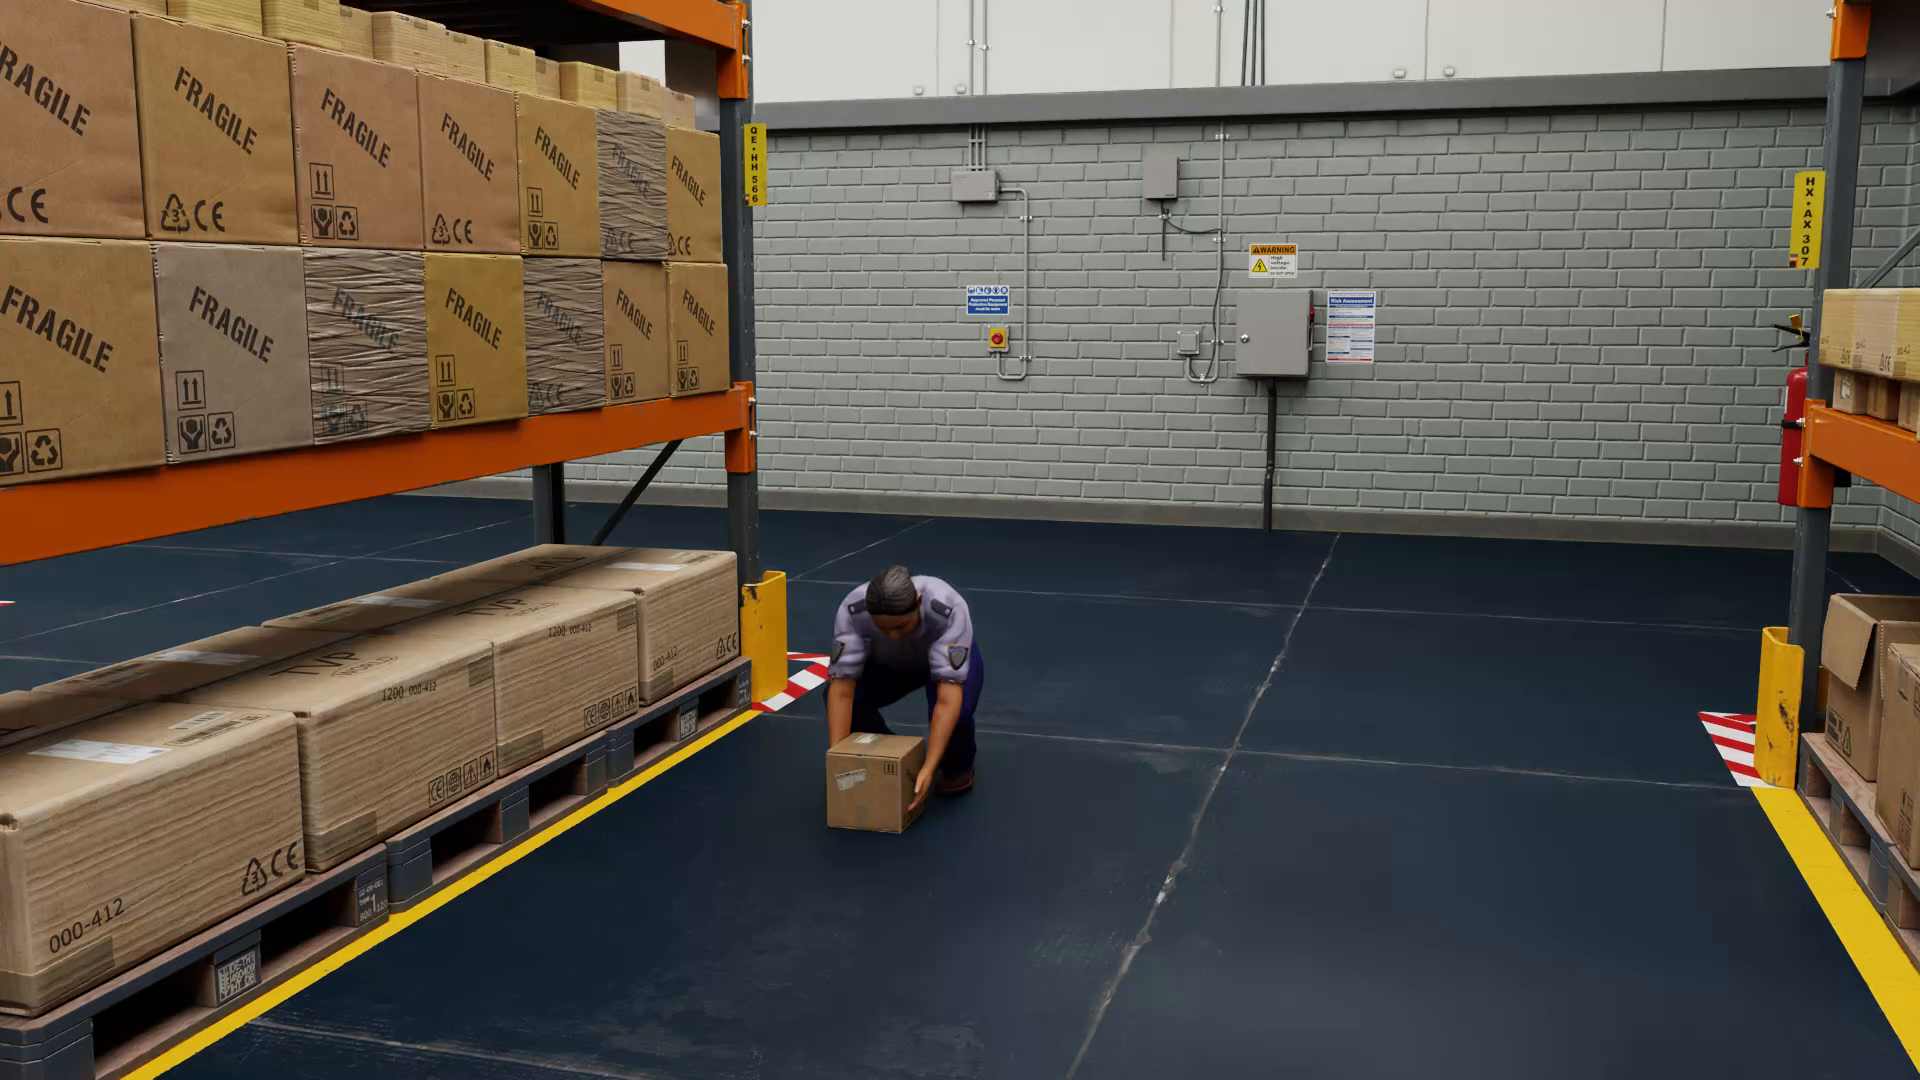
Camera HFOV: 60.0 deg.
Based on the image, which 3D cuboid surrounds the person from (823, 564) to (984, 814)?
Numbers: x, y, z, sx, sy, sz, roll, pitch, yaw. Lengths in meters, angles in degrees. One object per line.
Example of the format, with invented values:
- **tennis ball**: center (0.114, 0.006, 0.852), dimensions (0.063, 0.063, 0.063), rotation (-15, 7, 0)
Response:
- **person**: center (-0.177, 0.457, 5.628), dimensions (0.517, 0.832, 0.814), rotation (2, 9, 16)
